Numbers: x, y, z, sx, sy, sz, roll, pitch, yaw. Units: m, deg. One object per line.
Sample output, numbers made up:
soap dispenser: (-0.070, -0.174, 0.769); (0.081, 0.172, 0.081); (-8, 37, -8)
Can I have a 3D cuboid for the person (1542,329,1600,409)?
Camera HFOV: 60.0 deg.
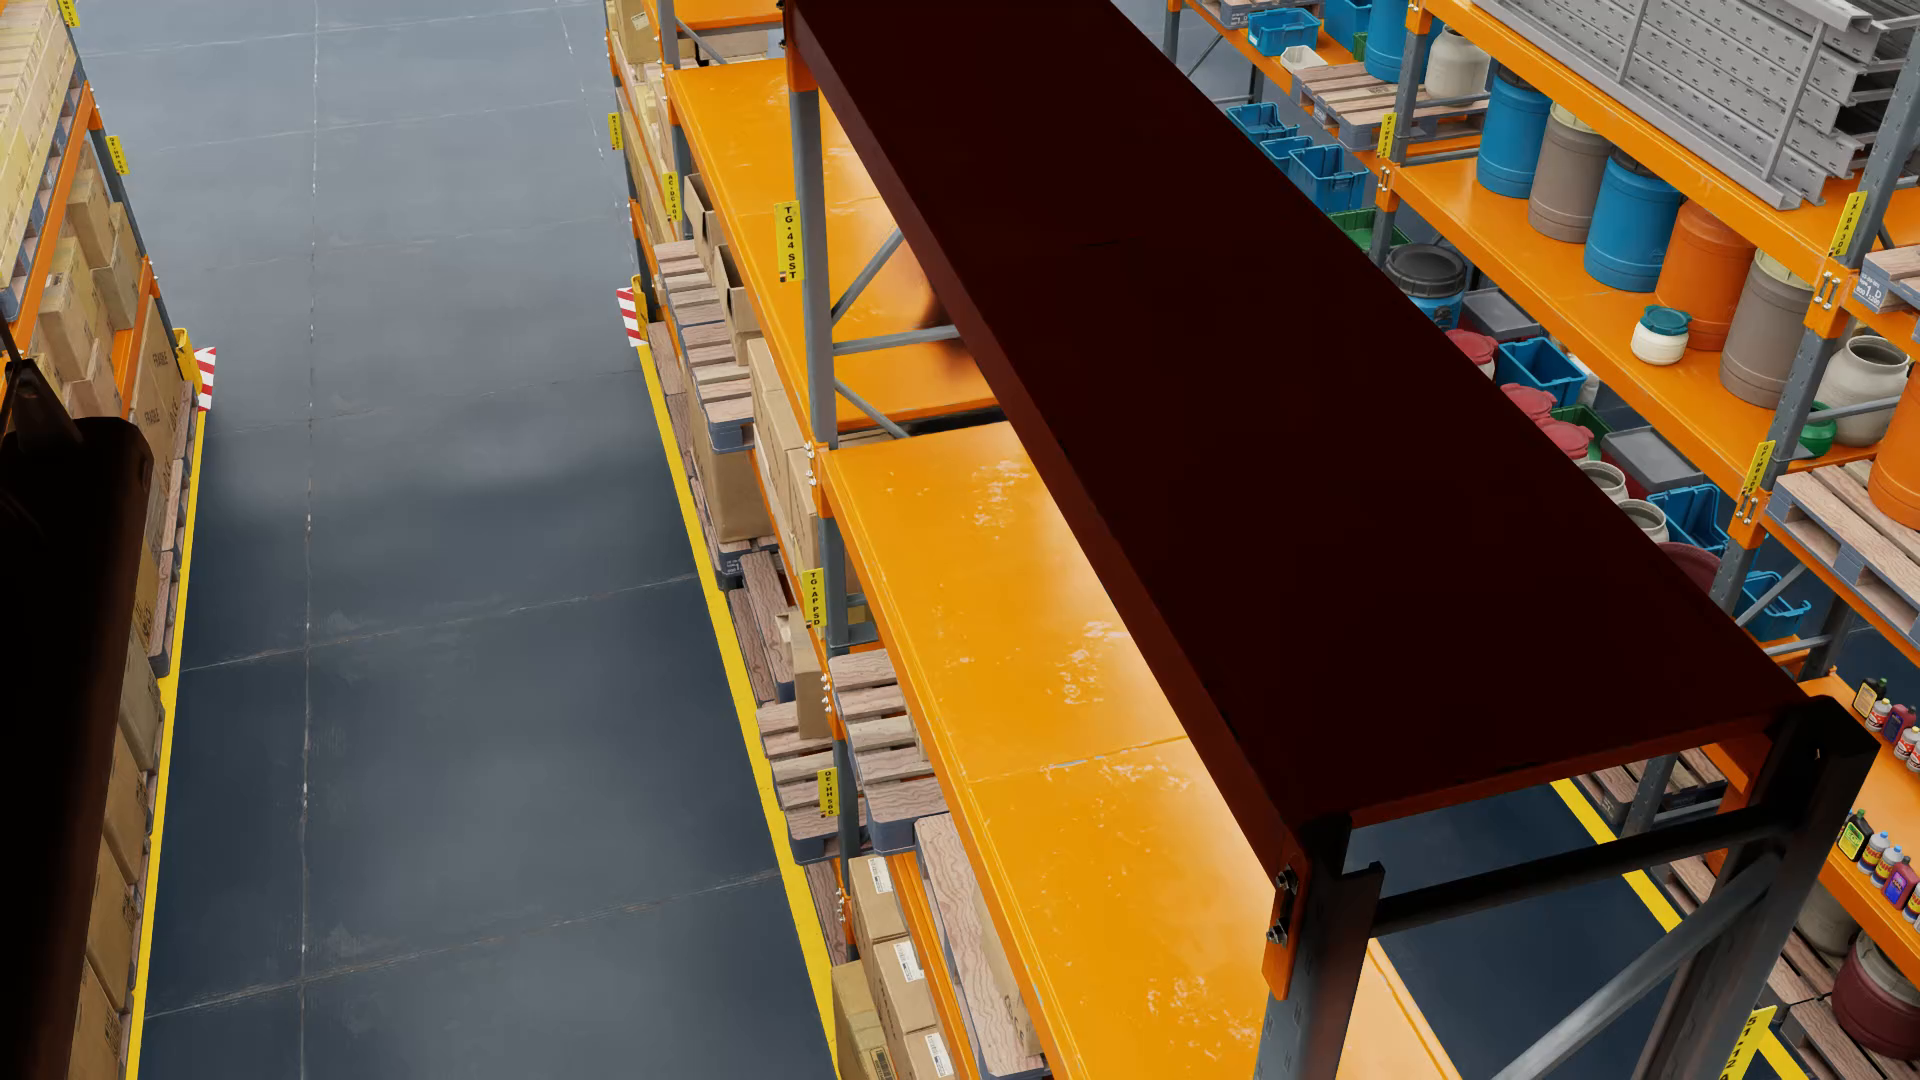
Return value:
person: (4.850, -1.310, 13.148); (0.614, 1.648, 0.969); (-9, 39, -12)
